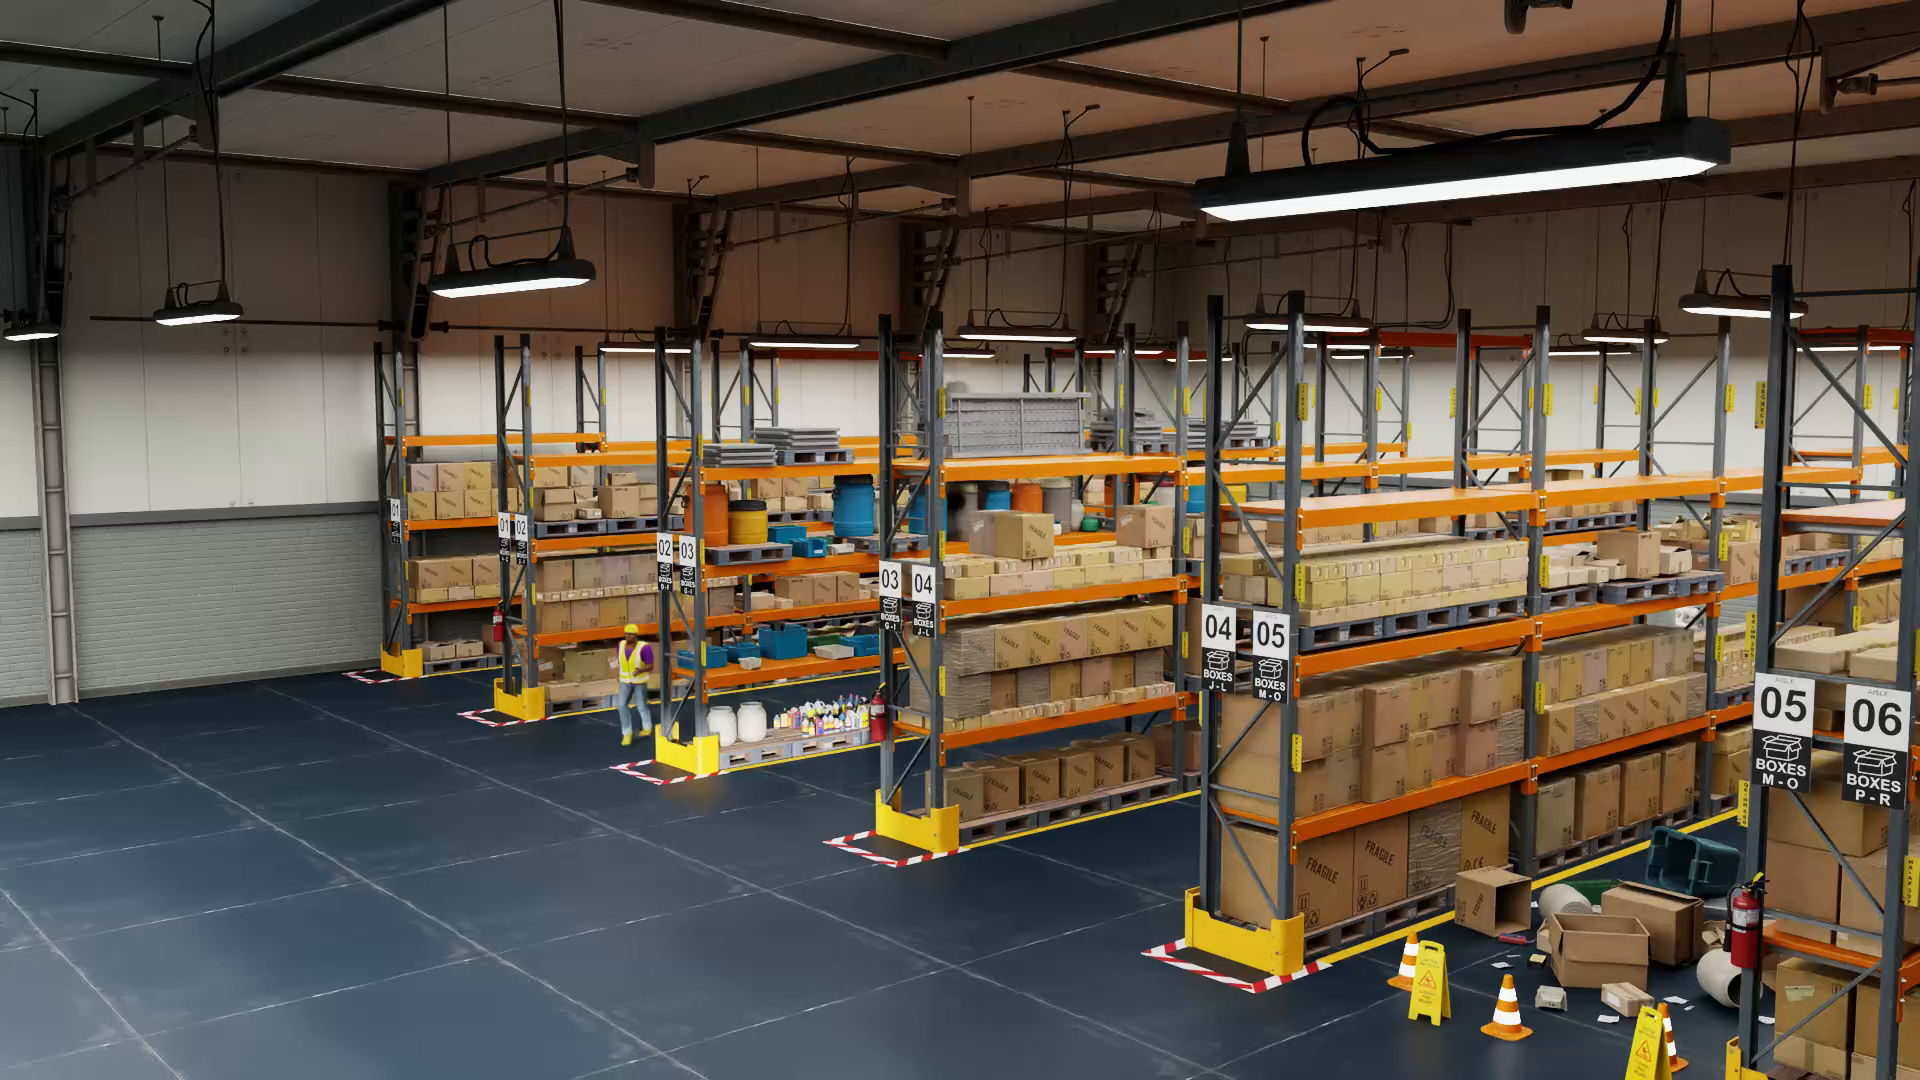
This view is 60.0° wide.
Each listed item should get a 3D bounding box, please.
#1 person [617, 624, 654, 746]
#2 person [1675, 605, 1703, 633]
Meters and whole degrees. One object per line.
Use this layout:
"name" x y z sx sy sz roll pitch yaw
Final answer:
"person" -4.747 2.106 24.261 0.626 1.813 0.864 1 5 8
"person" 12.748 1.616 29.132 0.635 1.568 0.758 -1 5 -15
